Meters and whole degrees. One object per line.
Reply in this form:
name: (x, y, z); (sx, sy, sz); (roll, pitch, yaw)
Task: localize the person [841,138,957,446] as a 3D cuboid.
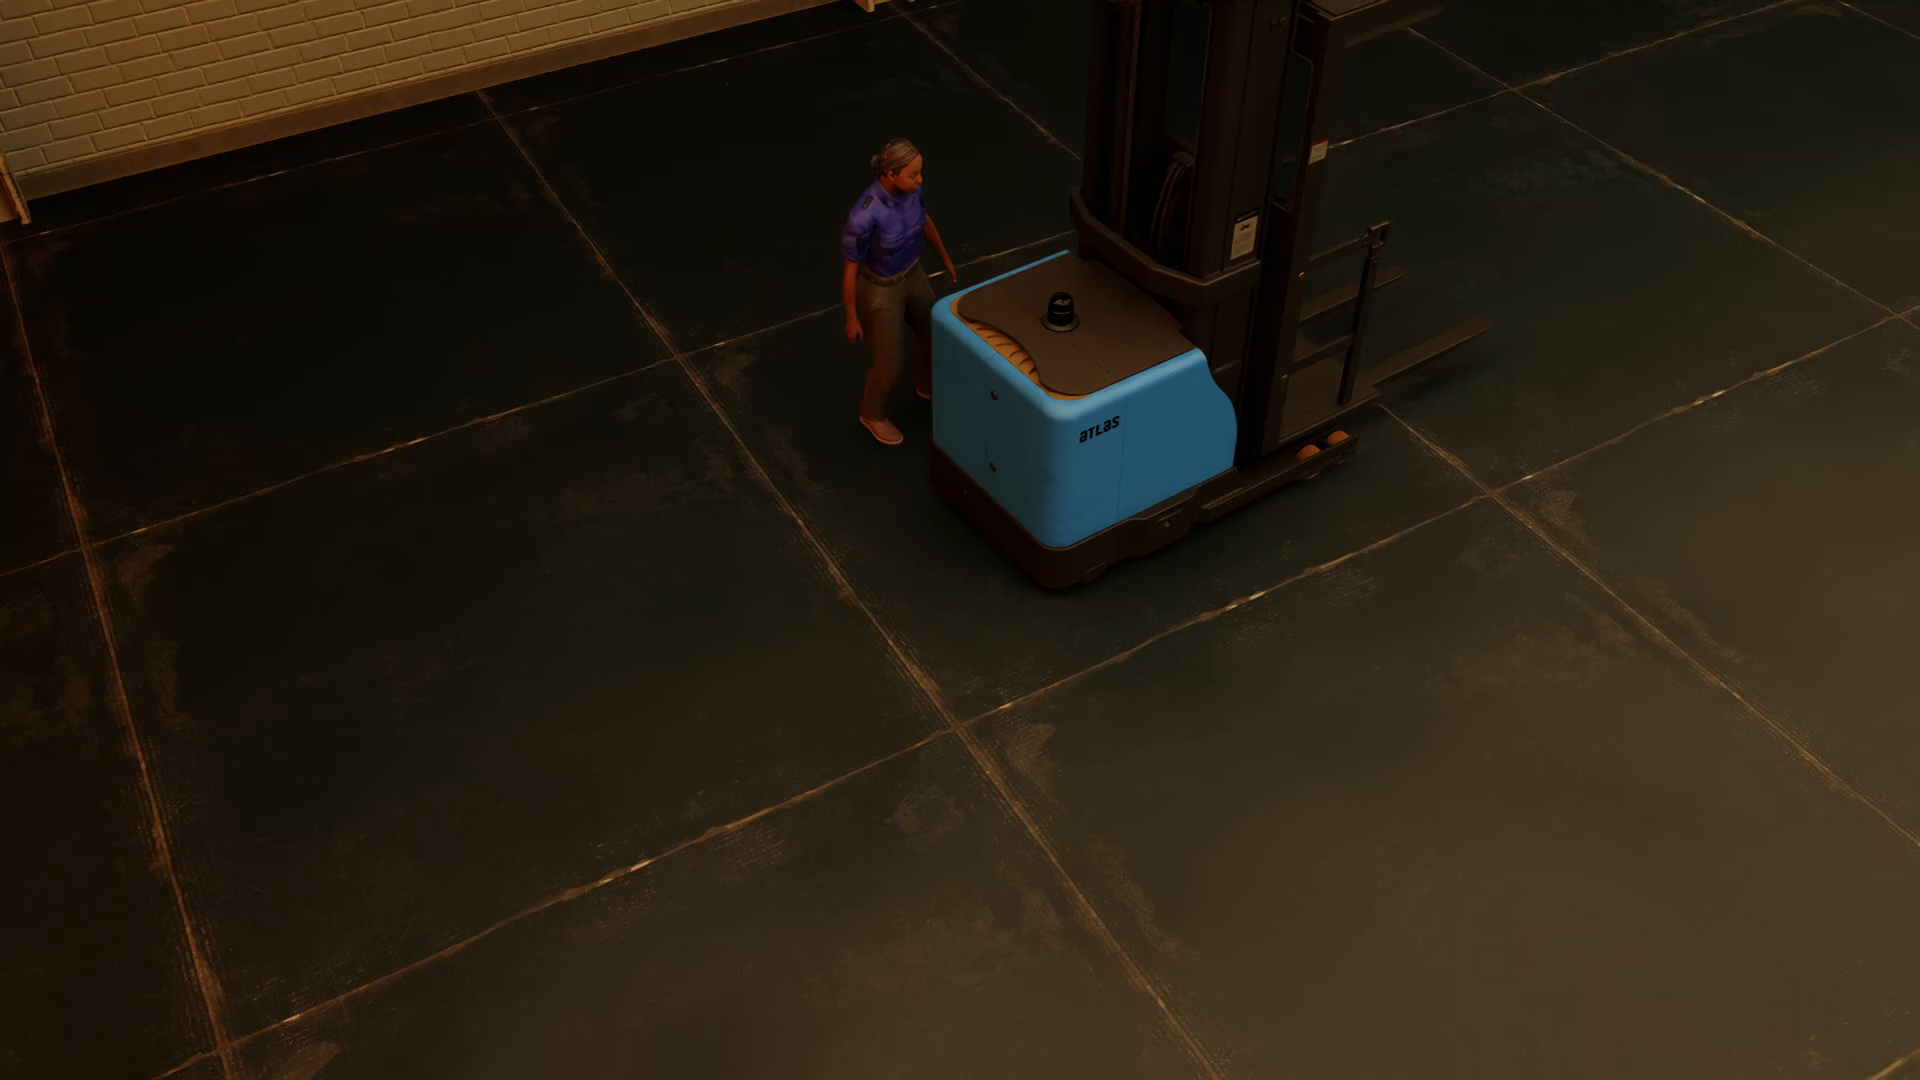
person: (-0.287, -1.199, 7.949); (0.381, 1.634, 0.700); (27, 49, 26)

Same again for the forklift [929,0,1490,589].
forklift: (1.357, -1.649, 7.475); (3.031, 2.935, 1.130); (-25, 48, -25)
